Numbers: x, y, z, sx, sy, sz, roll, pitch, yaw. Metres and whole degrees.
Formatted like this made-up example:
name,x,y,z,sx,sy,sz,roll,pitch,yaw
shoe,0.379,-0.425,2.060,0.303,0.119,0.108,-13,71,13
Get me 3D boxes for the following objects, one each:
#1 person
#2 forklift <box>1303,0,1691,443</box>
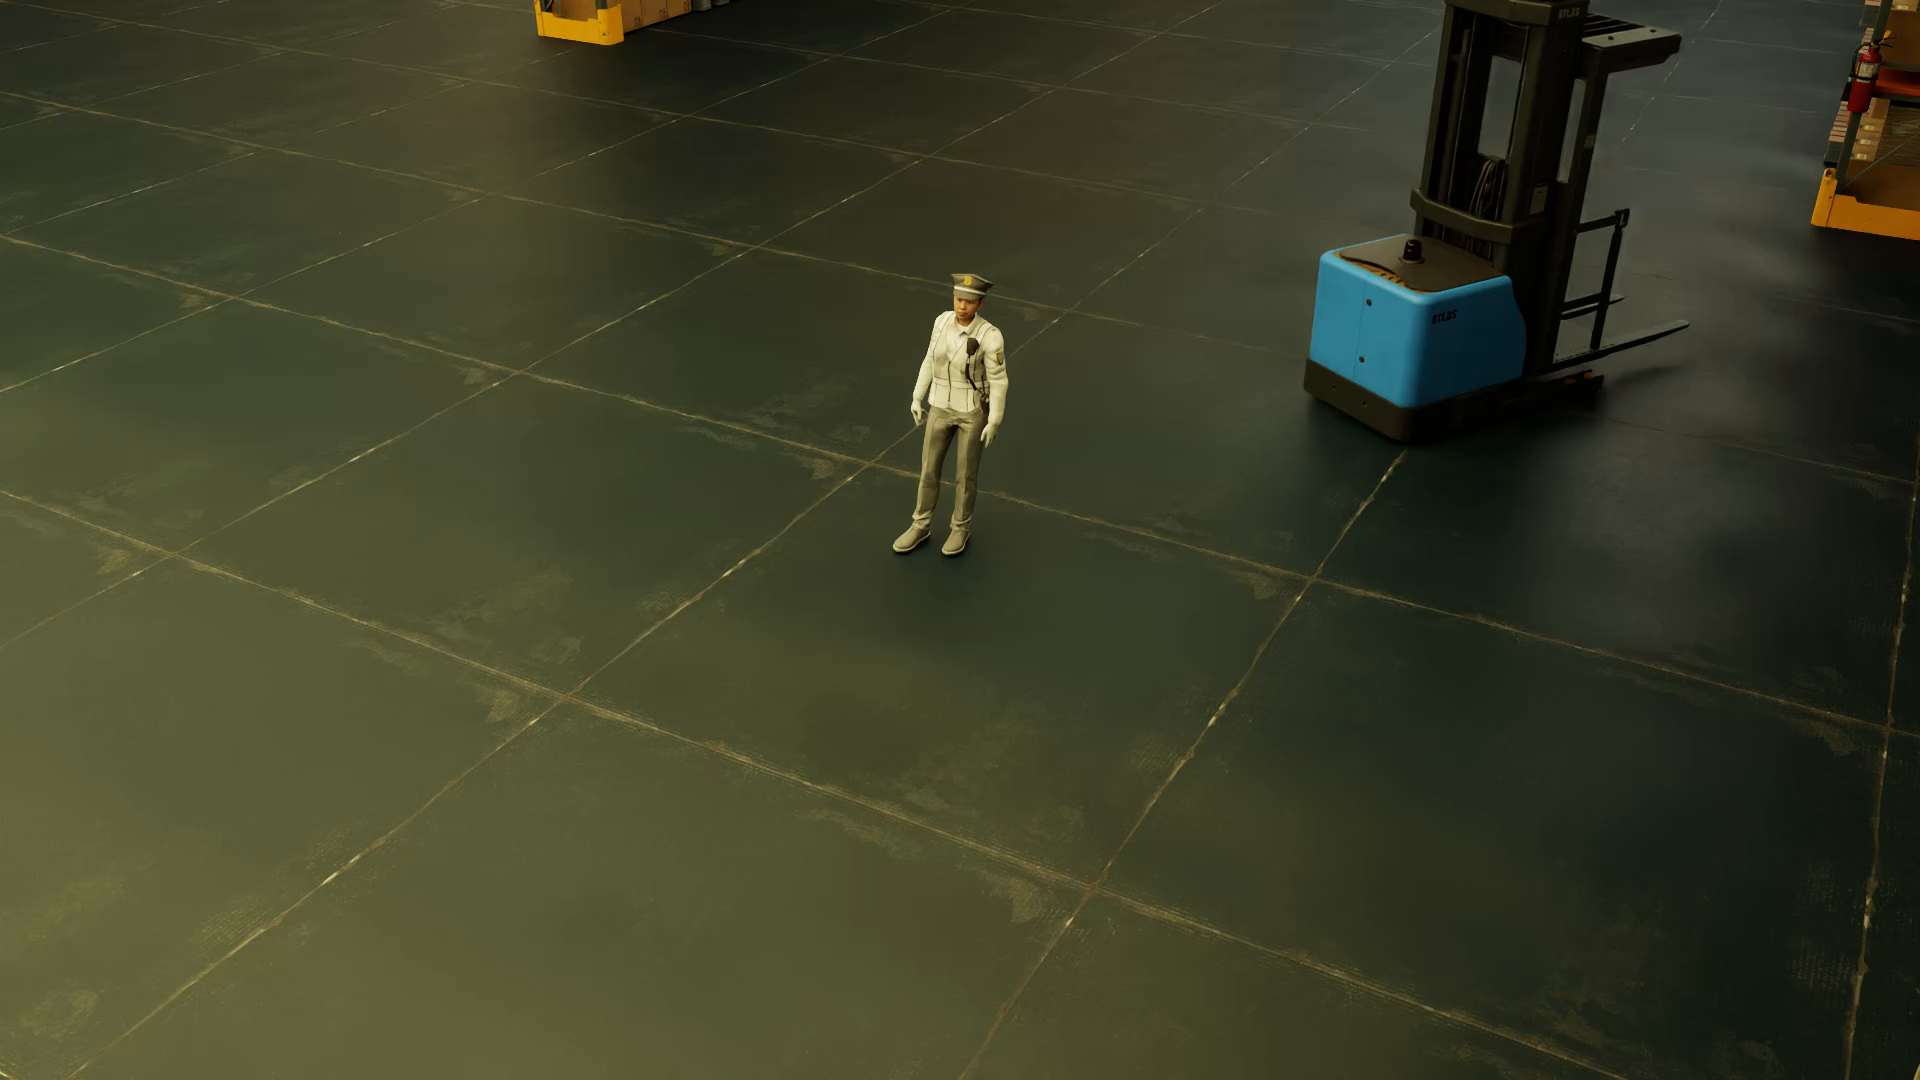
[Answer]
name,x,y,z,sx,sy,sz,roll,pitch,yaw
person,-0.038,-0.713,9.528,0.588,1.696,0.533,15,33,25
forklift,3.952,-2.447,11.311,3.031,2.935,1.130,-16,34,-26
